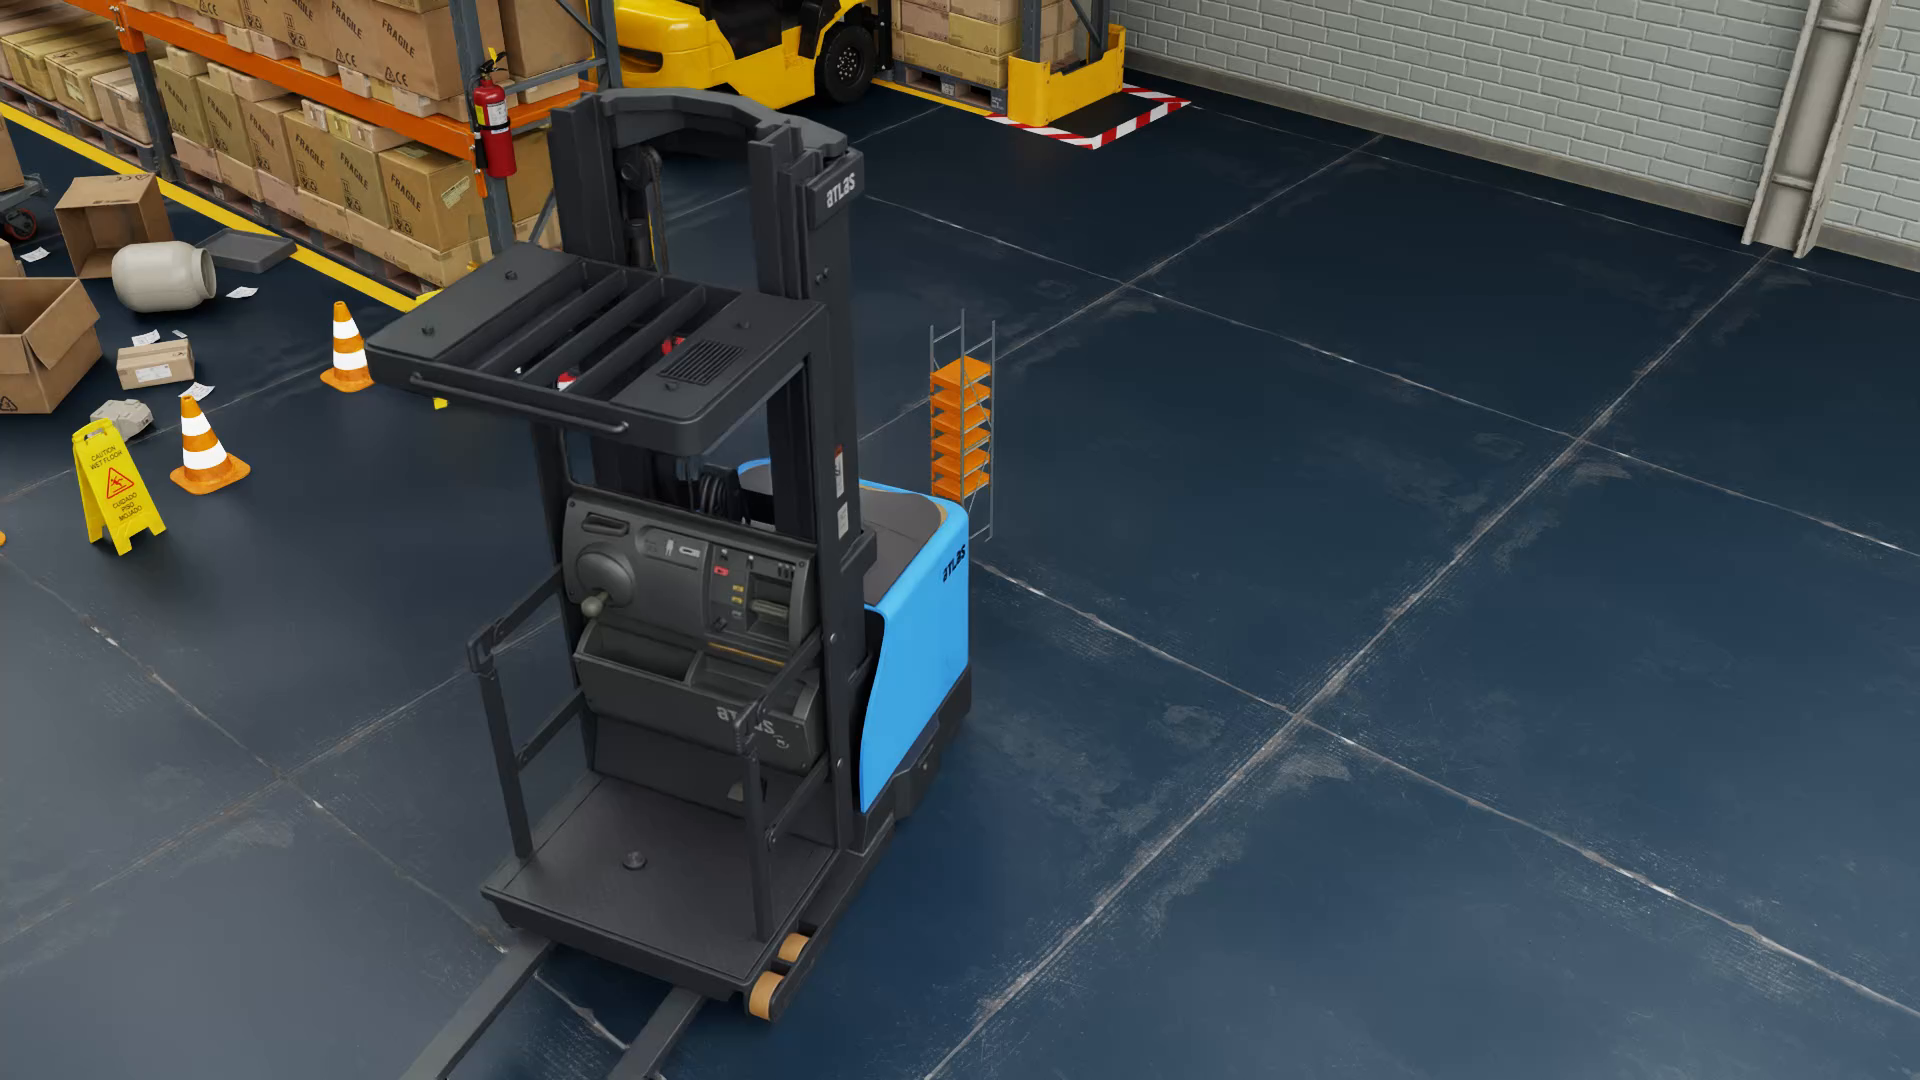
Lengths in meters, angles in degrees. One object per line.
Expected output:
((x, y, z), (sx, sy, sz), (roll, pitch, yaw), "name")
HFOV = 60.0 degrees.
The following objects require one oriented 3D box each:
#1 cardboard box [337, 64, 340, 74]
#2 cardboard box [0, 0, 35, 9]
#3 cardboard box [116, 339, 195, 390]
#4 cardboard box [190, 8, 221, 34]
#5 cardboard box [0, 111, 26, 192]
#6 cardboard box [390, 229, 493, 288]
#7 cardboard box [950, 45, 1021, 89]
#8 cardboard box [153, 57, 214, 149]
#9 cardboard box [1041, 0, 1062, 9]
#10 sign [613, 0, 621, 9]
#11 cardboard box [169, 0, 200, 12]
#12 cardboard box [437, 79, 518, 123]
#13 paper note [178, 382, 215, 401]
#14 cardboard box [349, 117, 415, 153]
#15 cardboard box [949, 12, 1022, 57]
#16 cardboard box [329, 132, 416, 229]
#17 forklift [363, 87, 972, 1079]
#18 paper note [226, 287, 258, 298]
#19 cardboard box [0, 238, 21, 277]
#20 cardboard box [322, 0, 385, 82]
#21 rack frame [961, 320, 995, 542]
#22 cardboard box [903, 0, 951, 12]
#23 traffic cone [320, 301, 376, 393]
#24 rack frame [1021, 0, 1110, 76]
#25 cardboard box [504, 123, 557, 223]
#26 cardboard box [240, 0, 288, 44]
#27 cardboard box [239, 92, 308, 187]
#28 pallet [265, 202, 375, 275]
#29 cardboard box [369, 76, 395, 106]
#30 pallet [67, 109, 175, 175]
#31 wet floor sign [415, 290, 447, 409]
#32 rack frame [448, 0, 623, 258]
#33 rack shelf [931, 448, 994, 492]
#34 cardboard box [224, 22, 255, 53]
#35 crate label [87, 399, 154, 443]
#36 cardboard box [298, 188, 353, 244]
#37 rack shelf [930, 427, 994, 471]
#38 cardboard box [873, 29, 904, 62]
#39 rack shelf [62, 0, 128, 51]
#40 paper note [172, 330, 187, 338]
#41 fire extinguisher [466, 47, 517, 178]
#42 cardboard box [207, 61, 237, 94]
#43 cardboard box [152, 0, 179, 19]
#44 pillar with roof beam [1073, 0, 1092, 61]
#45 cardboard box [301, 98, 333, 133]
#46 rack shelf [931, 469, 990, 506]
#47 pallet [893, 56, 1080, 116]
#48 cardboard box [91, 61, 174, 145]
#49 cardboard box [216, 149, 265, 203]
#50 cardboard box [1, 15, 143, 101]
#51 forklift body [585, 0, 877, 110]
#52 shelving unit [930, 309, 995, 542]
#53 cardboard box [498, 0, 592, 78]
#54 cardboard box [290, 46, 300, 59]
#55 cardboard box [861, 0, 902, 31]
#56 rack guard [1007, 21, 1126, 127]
((-3.537, -2.913, 10.064), (0.250, 0.149, 0.380), (26, 42, 32), "cardboard box")
((-8.060, -4.373, 13.919), (0.625, 0.372, 0.950), (22, 40, 29), "cardboard box")
((-4.639, -1.015, 9.597), (0.380, 0.149, 0.250), (-12, 36, -17), "cardboard box")
((-4.758, -3.430, 10.816), (0.250, 0.149, 0.380), (27, 43, 33), "cardboard box")
((-6.530, -2.540, 10.838), (0.500, 0.500, 0.500), (25, 42, 32), "cardboard box")
((-3.152, -1.819, 10.307), (0.500, 0.250, 0.500), (25, 42, 32), "cardboard box")
((0.270, -3.828, 13.232), (0.500, 0.250, 0.500), (26, 42, 32), "cardboard box")
((-5.133, -3.061, 11.453), (0.500, 0.500, 0.500), (27, 43, 34), "cardboard box")
((0.585, -4.464, 13.275), (0.500, 0.250, 0.500), (25, 41, 31), "cardboard box")
((-1.993, -3.188, 9.477), (0.005, 0.325, 0.100), (25, 42, 32), "sign")
((-4.854, -3.755, 10.717), (0.500, 0.500, 0.500), (25, 42, 32), "cardboard box")
((-2.764, -2.534, 9.511), (0.250, 0.149, 0.380), (27, 43, 33), "cardboard box")
((-4.340, -0.847, 9.457), (0.142, 0.019, 0.148), (12, 36, 16), "paper note")
((-3.448, -2.491, 10.051), (0.250, 0.149, 0.380), (27, 43, 33), "cardboard box")
((0.259, -4.042, 13.102), (0.500, 0.250, 0.500), (25, 41, 31), "cardboard box")
((-3.526, -2.308, 10.356), (0.500, 0.500, 0.500), (27, 43, 33), "cardboard box")
((-1.006, 0.188, 5.387), (1.130, 2.935, 3.031), (14, 37, 19), "forklift")
((-4.534, -1.569, 10.508), (0.148, 0.019, 0.142), (12, 36, 16), "paper note")
((-6.034, -1.491, 9.857), (0.503, 0.637, 0.797), (25, 42, 32), "cardboard box")
((-3.315, -3.019, 9.645), (0.500, 0.500, 0.500), (25, 42, 32), "cardboard box")
((0.081, -0.456, 7.854), (0.006, 1.200, 0.240), (25, 42, 32), "rack frame")
((-0.117, -4.421, 13.212), (0.500, 0.250, 0.500), (26, 42, 33), "cardboard box")
((-3.496, -1.143, 9.506), (0.334, 0.463, 0.336), (25, 42, 32), "traffic cone")
((0.833, -4.756, 12.525), (0.127, 3.000, 1.000), (25, 42, 32), "rack frame")
((-2.802, -2.364, 10.439), (0.500, 0.500, 0.500), (24, 41, 30), "cardboard box")
((-4.075, -3.393, 10.190), (0.500, 0.500, 0.500), (26, 42, 32), "cardboard box")
((-4.317, -2.684, 10.904), (0.500, 0.500, 0.500), (28, 43, 34), "cardboard box")
((-3.933, -2.224, 11.303), (1.213, 0.211, 1.003), (25, 42, 32), "pallet")
((-3.213, -2.679, 9.724), (0.250, 0.149, 0.380), (24, 41, 31), "cardboard box")
((-6.013, -3.175, 12.687), (1.213, 0.211, 1.003), (25, 42, 32), "pallet")
((-2.879, -1.090, 9.267), (0.267, 0.644, 0.232), (-18, 38, -25), "wet floor sign")
((-2.340, -2.595, 9.379), (0.127, 3.000, 1.000), (25, 42, 32), "rack frame")
((0.011, -0.354, 7.996), (0.180, 0.103, 0.258), (25, 42, 32), "rack shelf")
((-4.400, -3.219, 10.509), (0.250, 0.149, 0.380), (25, 42, 32), "cardboard box")
((-4.589, -0.661, 9.091), (0.298, 0.136, 0.250), (6, 35, 8), "crate label")
((-3.932, -2.188, 10.845), (0.500, 0.250, 0.500), (24, 41, 30), "cardboard box")
((0.011, -0.453, 7.928), (0.180, 0.103, 0.258), (25, 42, 32), "rack shelf")
((-0.485, -4.197, 13.770), (0.500, 0.250, 0.500), (26, 42, 32), "cardboard box")
((-6.951, -4.471, 12.747), (4.000, 0.370, 1.077), (25, 42, 32), "rack shelf")
((-4.721, -1.247, 10.057), (0.123, 0.001, 0.032), (25, 42, 32), "paper note")
((-2.547, -2.321, 9.048), (0.183, 0.674, 0.296), (25, 42, 32), "fire extinguisher")
((-4.680, -3.072, 10.896), (0.250, 0.149, 0.380), (27, 43, 33), "cardboard box")
((-5.150, -3.617, 11.090), (0.250, 0.149, 0.380), (27, 43, 33), "cardboard box")
((-1.880, -6.000, 9.038), (0.400, 9.000, 9.100), (25, 42, 32), "pillar with roof beam")
((-3.840, -2.680, 10.325), (0.250, 0.149, 0.380), (27, 43, 34), "cardboard box")
((0.011, -0.255, 8.064), (0.180, 0.103, 0.258), (25, 42, 32), "rack shelf")
((0.219, -3.865, 13.691), (1.213, 0.211, 1.003), (25, 42, 32), "pallet")
((-5.819, -3.322, 12.388), (0.625, 0.372, 0.950), (26, 42, 32), "cardboard box")
((-4.716, -2.564, 11.391), (0.500, 0.250, 0.500), (28, 43, 34), "cardboard box")
((-6.909, -3.832, 13.131), (0.625, 0.372, 0.950), (27, 43, 33), "cardboard box")
((-1.791, -4.299, 12.610), (1.214, 2.155, 2.313), (25, 42, 32), "forklift body")
((0.011, -0.489, 7.903), (0.189, 1.200, 0.258), (25, 42, 32), "shelving unit")
((-2.526, -3.051, 9.692), (0.500, 0.500, 0.500), (25, 41, 31), "cardboard box")
((-3.926, -3.096, 10.330), (0.250, 0.149, 0.380), (25, 42, 32), "cardboard box")
((-0.530, -4.406, 13.632), (0.500, 0.250, 0.500), (24, 41, 31), "cardboard box")
((0.852, -3.717, 13.220), (0.348, 0.500, 1.175), (25, 42, 32), "rack guard")
